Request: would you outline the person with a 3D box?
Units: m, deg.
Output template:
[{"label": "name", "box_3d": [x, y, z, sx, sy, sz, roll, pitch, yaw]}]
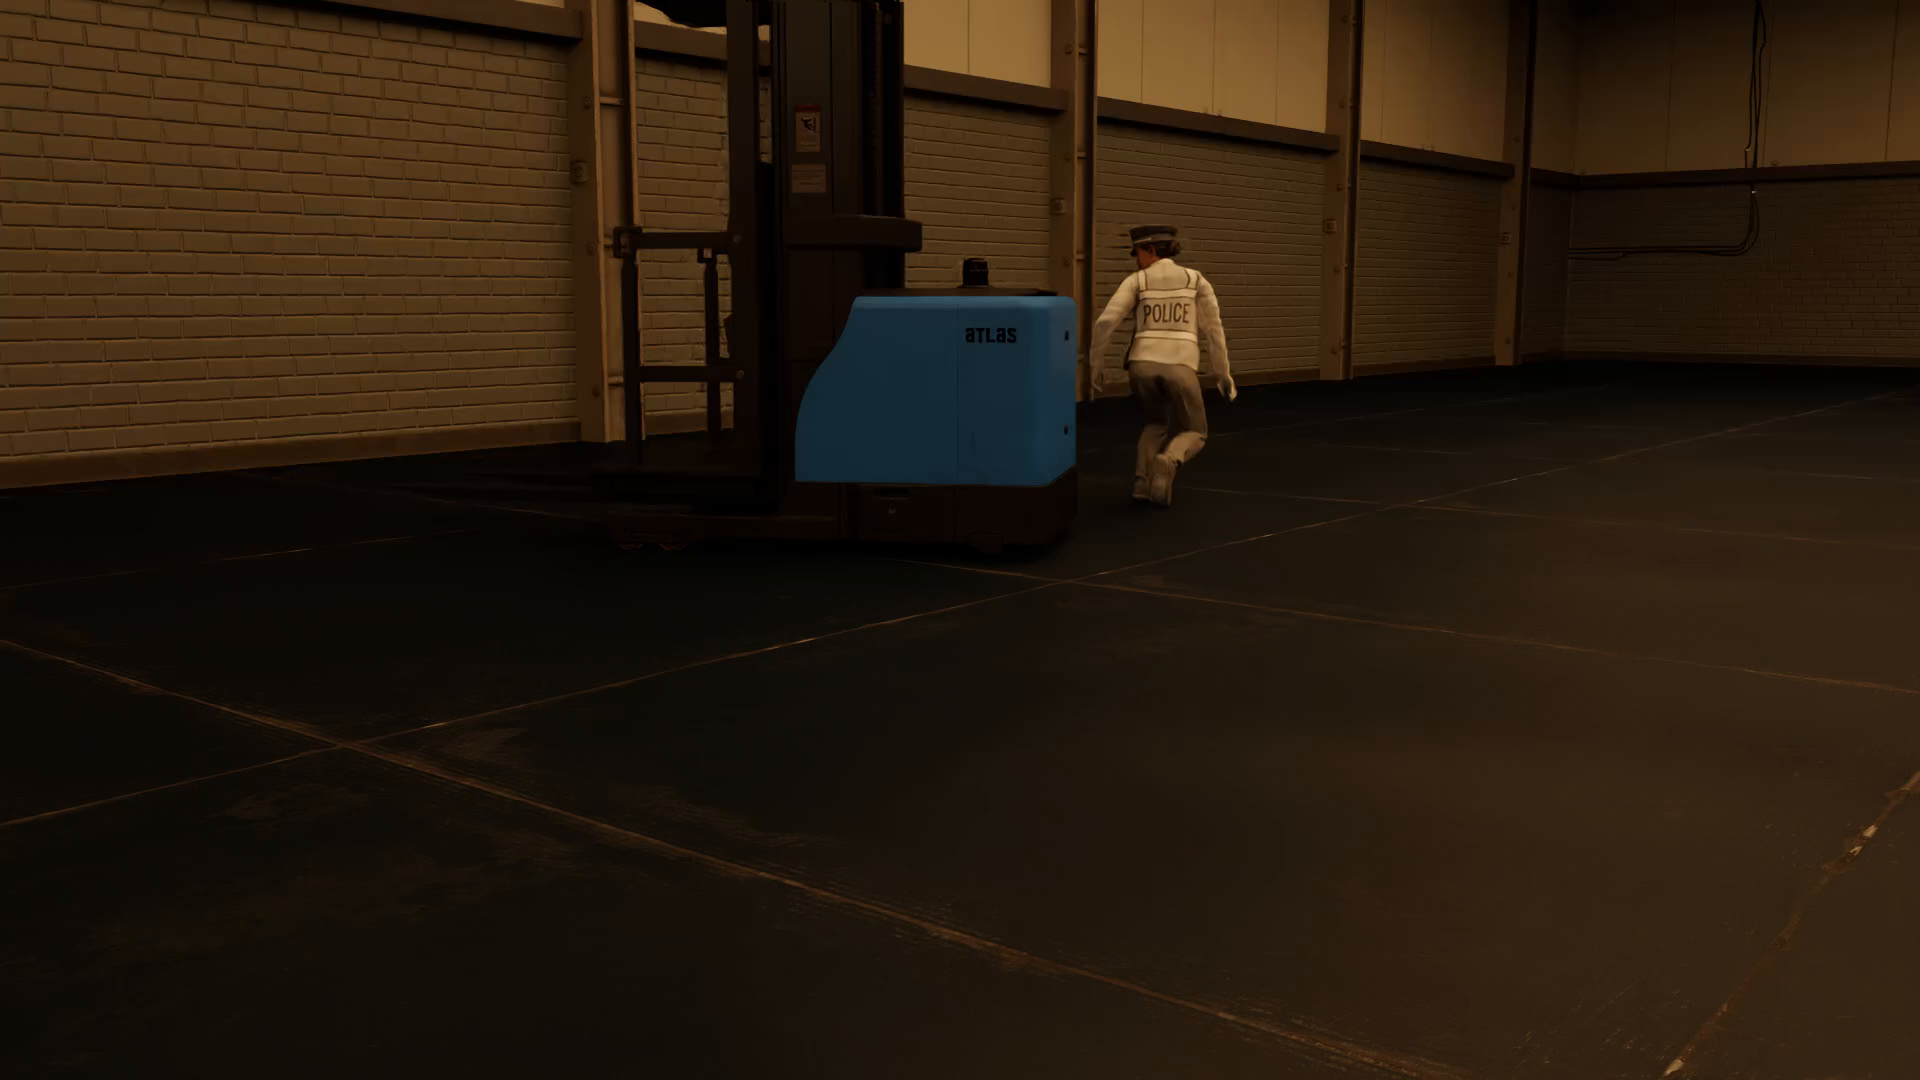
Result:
[{"label": "person", "box_3d": [1.042, -0.894, 8.608, 0.757, 1.454, 0.610, 2, 9, 13]}]

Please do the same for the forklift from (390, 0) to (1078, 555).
[{"label": "forklift", "box_3d": [-1.027, -1.473, 7.351, 3.031, 2.935, 1.130, 2, 9, 12]}]
